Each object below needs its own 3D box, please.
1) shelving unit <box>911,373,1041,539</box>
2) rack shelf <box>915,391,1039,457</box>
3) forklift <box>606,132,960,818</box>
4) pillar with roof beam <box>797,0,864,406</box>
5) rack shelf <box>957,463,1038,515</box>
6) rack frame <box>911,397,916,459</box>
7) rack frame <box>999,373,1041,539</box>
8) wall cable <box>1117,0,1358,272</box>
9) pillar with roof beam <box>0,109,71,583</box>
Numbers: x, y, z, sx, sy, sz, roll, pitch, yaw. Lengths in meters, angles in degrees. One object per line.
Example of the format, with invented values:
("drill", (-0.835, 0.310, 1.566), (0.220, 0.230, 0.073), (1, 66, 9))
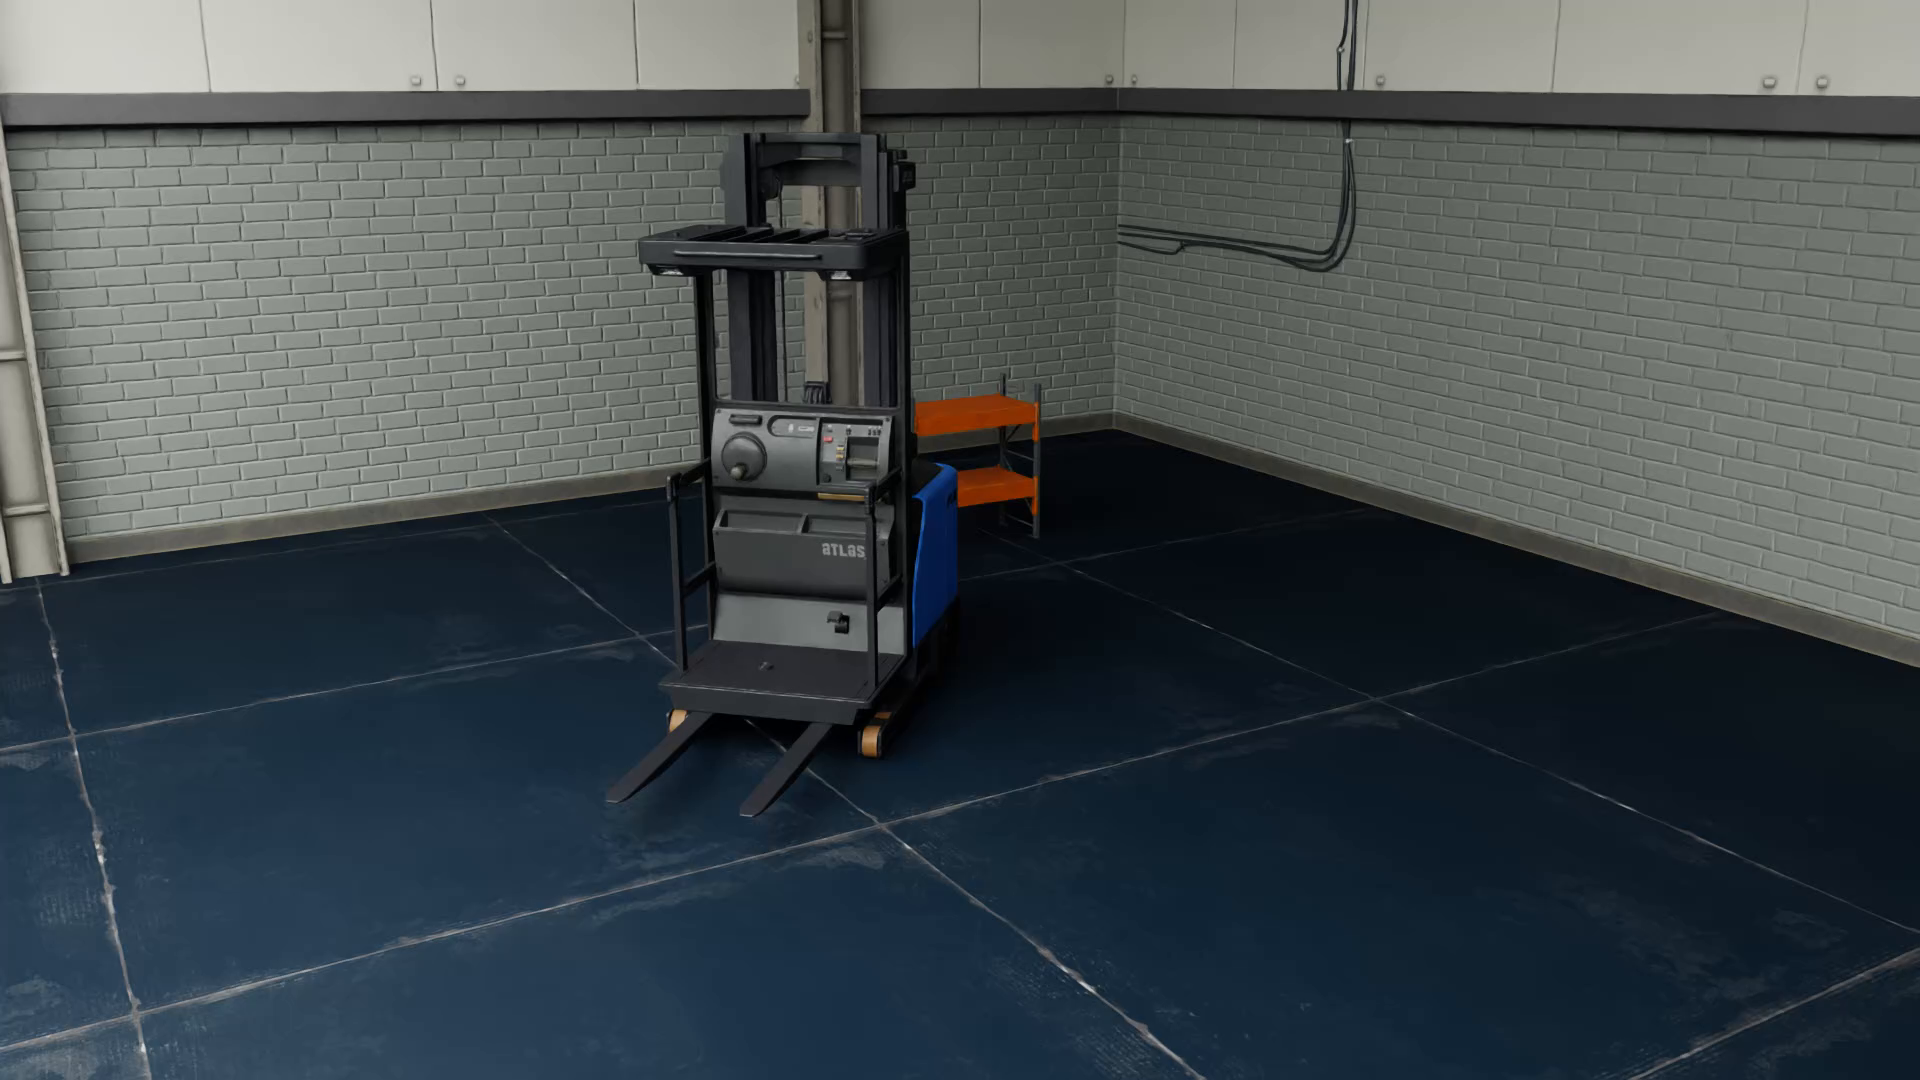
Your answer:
("shelving unit", (-0.006, -0.541, 11.755), (1.048, 1.125, 0.538), (-9, 18, -30))
("rack shelf", (-0.006, -0.823, 11.676), (1.000, 0.278, 0.538), (-9, 18, -30))
("forklift", (-0.840, -0.458, 8.113), (1.130, 2.935, 3.031), (4, 16, 13))
("pillar with roof beam", (1.180, -3.949, 9.324), (0.400, 9.000, 9.100), (-9, 18, -30))
("rack shelf", (-0.006, -0.305, 11.821), (1.000, 0.278, 0.538), (-9, 18, -30))
("rack frame", (-0.442, -0.470, 11.503), (0.032, 1.125, 0.500), (-9, 18, -30))
("rack frame", (0.430, -0.611, 12.007), (0.032, 1.125, 0.500), (-9, 18, -30))
("wall cable", (2.169, -3.553, 13.665), (0.112, 2.526, 3.097), (-9, 18, -30))
("pillar with roof beam", (-3.963, -3.114, 6.348), (0.400, 9.000, 9.100), (-9, 18, -30))
